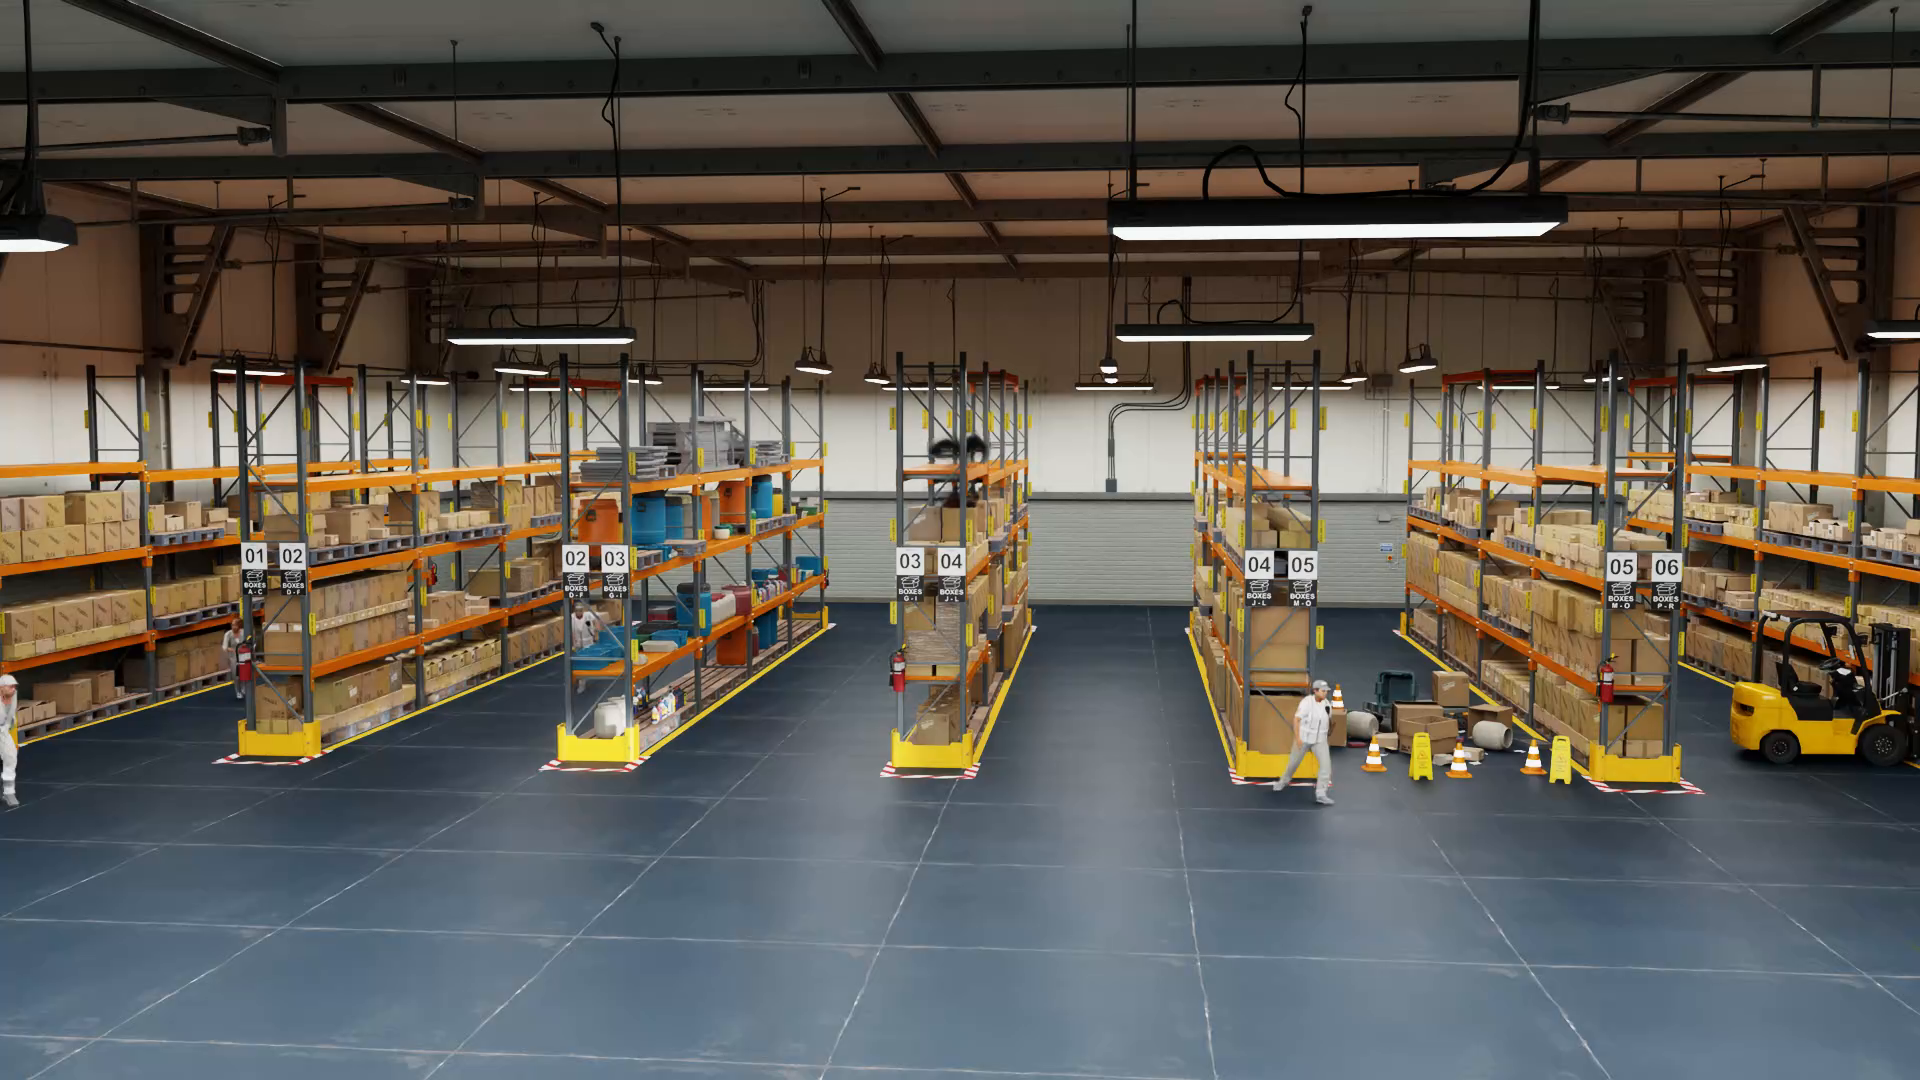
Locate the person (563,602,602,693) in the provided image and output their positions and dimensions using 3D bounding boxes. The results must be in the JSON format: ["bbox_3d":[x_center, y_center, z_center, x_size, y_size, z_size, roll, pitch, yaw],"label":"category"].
[{"bbox_3d":[-7.048,1.976,31.145,0.697,1.724,1.024,0,4,-5],"label":"person"}]

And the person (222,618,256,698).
[{"bbox_3d":[-12.911,2.130,29.796,0.545,1.496,0.836,-2,4,-21],"label":"person"}]

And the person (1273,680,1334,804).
[{"bbox_3d":[4.585,2.624,21.988,0.615,1.596,0.960,-1,4,-17],"label":"person"}]

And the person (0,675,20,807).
[{"bbox_3d":[-12.757,2.613,21.863,1.052,1.734,0.692,1,4,19],"label":"person"}]
